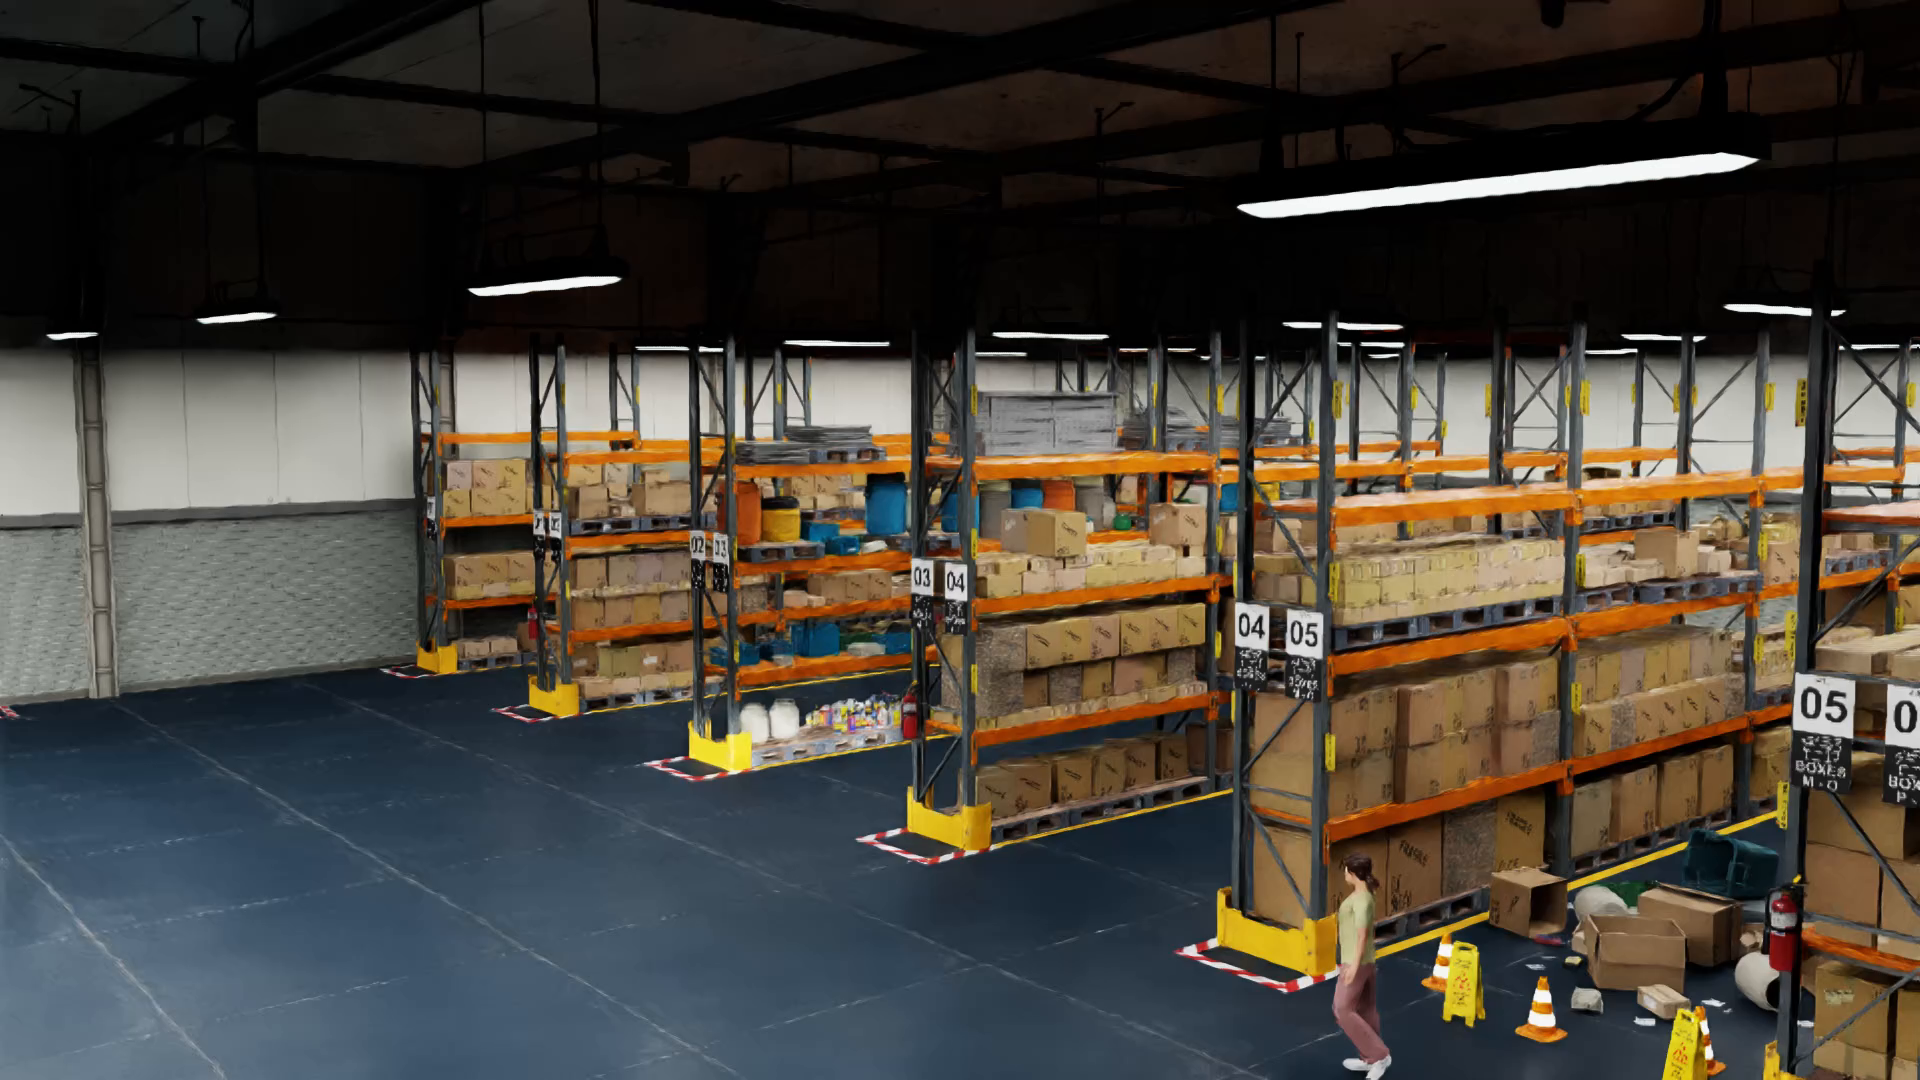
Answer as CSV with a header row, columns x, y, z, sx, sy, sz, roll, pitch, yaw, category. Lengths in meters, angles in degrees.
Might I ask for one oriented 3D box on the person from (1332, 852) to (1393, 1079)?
x,y,z,sx,sy,sz,roll,pitch,yaw,category
3.022,3.176,12.422,0.446,1.668,0.616,2,6,17,person
